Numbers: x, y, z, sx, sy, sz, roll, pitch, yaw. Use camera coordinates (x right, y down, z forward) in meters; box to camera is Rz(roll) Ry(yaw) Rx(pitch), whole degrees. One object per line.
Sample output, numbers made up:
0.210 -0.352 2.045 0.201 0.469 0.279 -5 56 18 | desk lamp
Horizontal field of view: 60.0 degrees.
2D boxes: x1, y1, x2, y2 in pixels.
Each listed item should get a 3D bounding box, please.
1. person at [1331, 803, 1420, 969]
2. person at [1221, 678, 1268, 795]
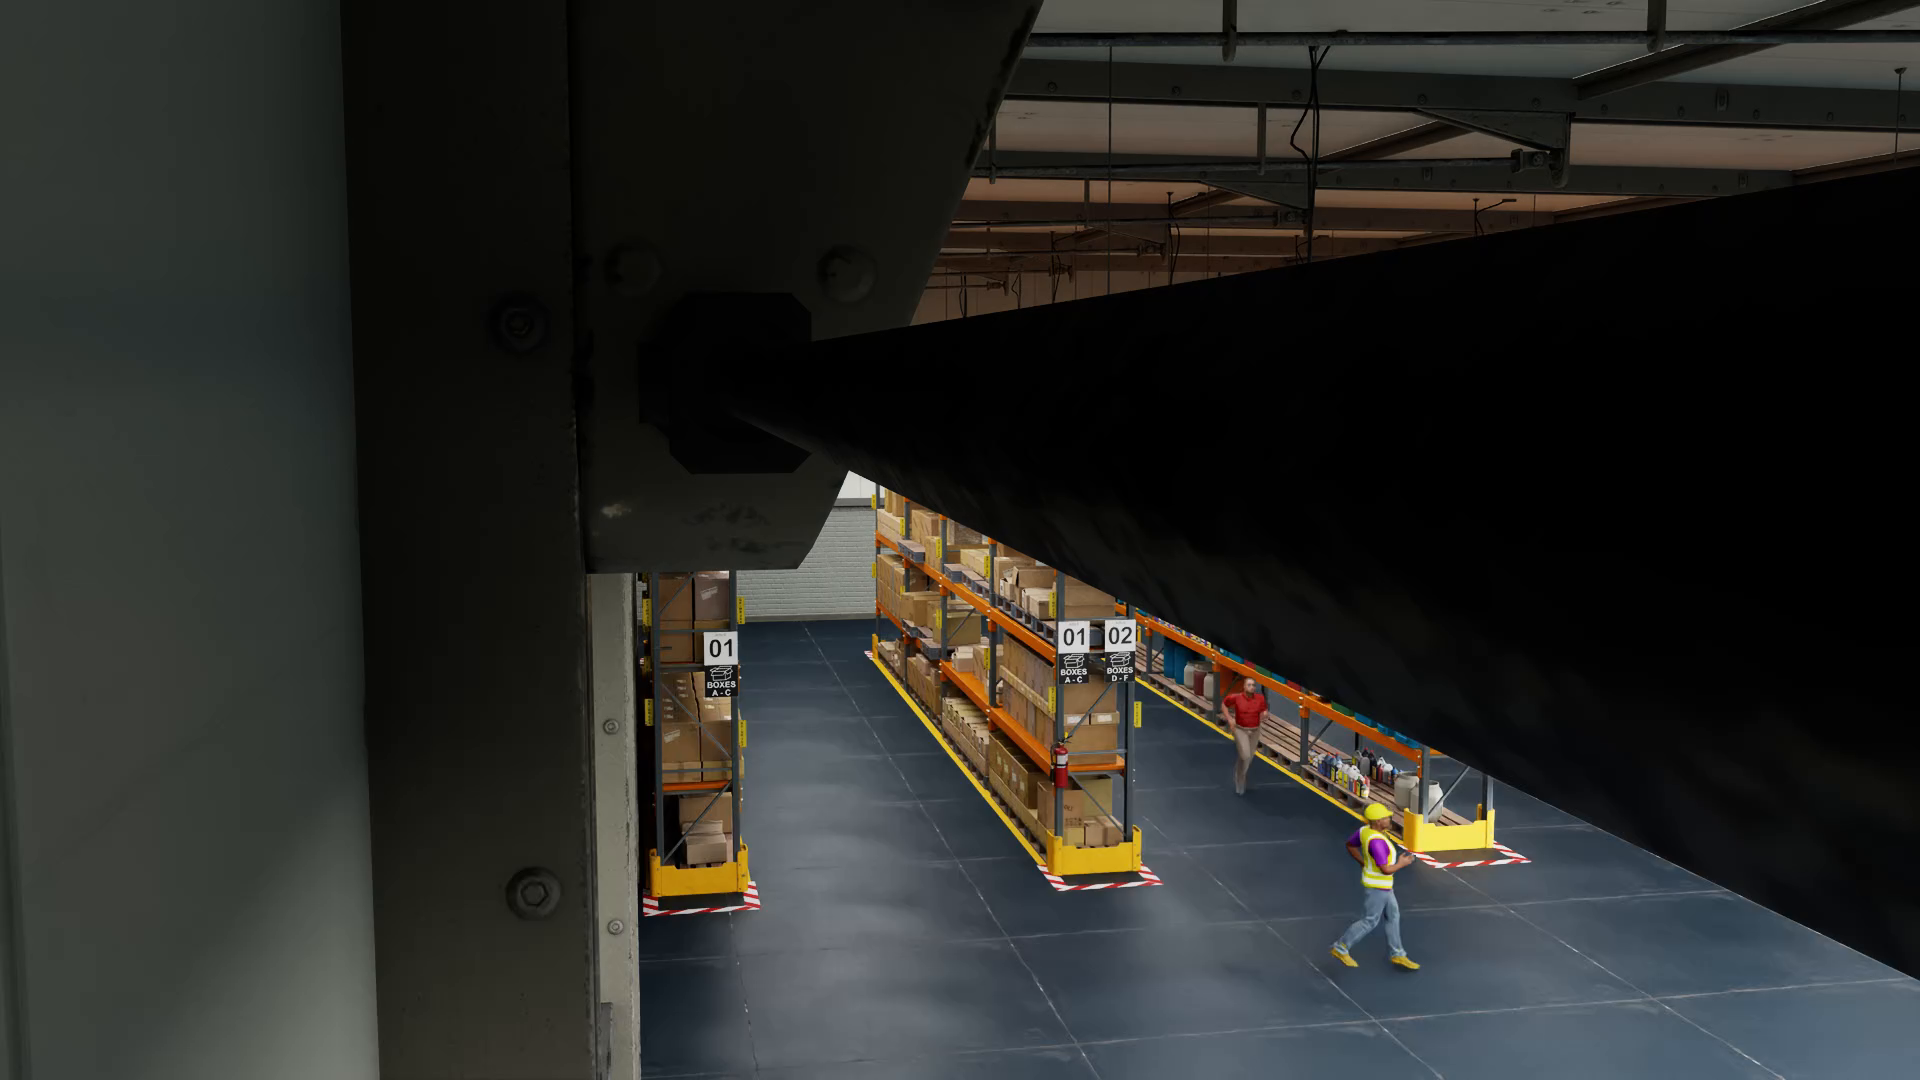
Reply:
4.377 3.638 17.447 0.939 1.777 0.690 1 6 7 | person
4.305 2.935 24.984 0.641 1.763 0.796 -2 6 -16 | person
